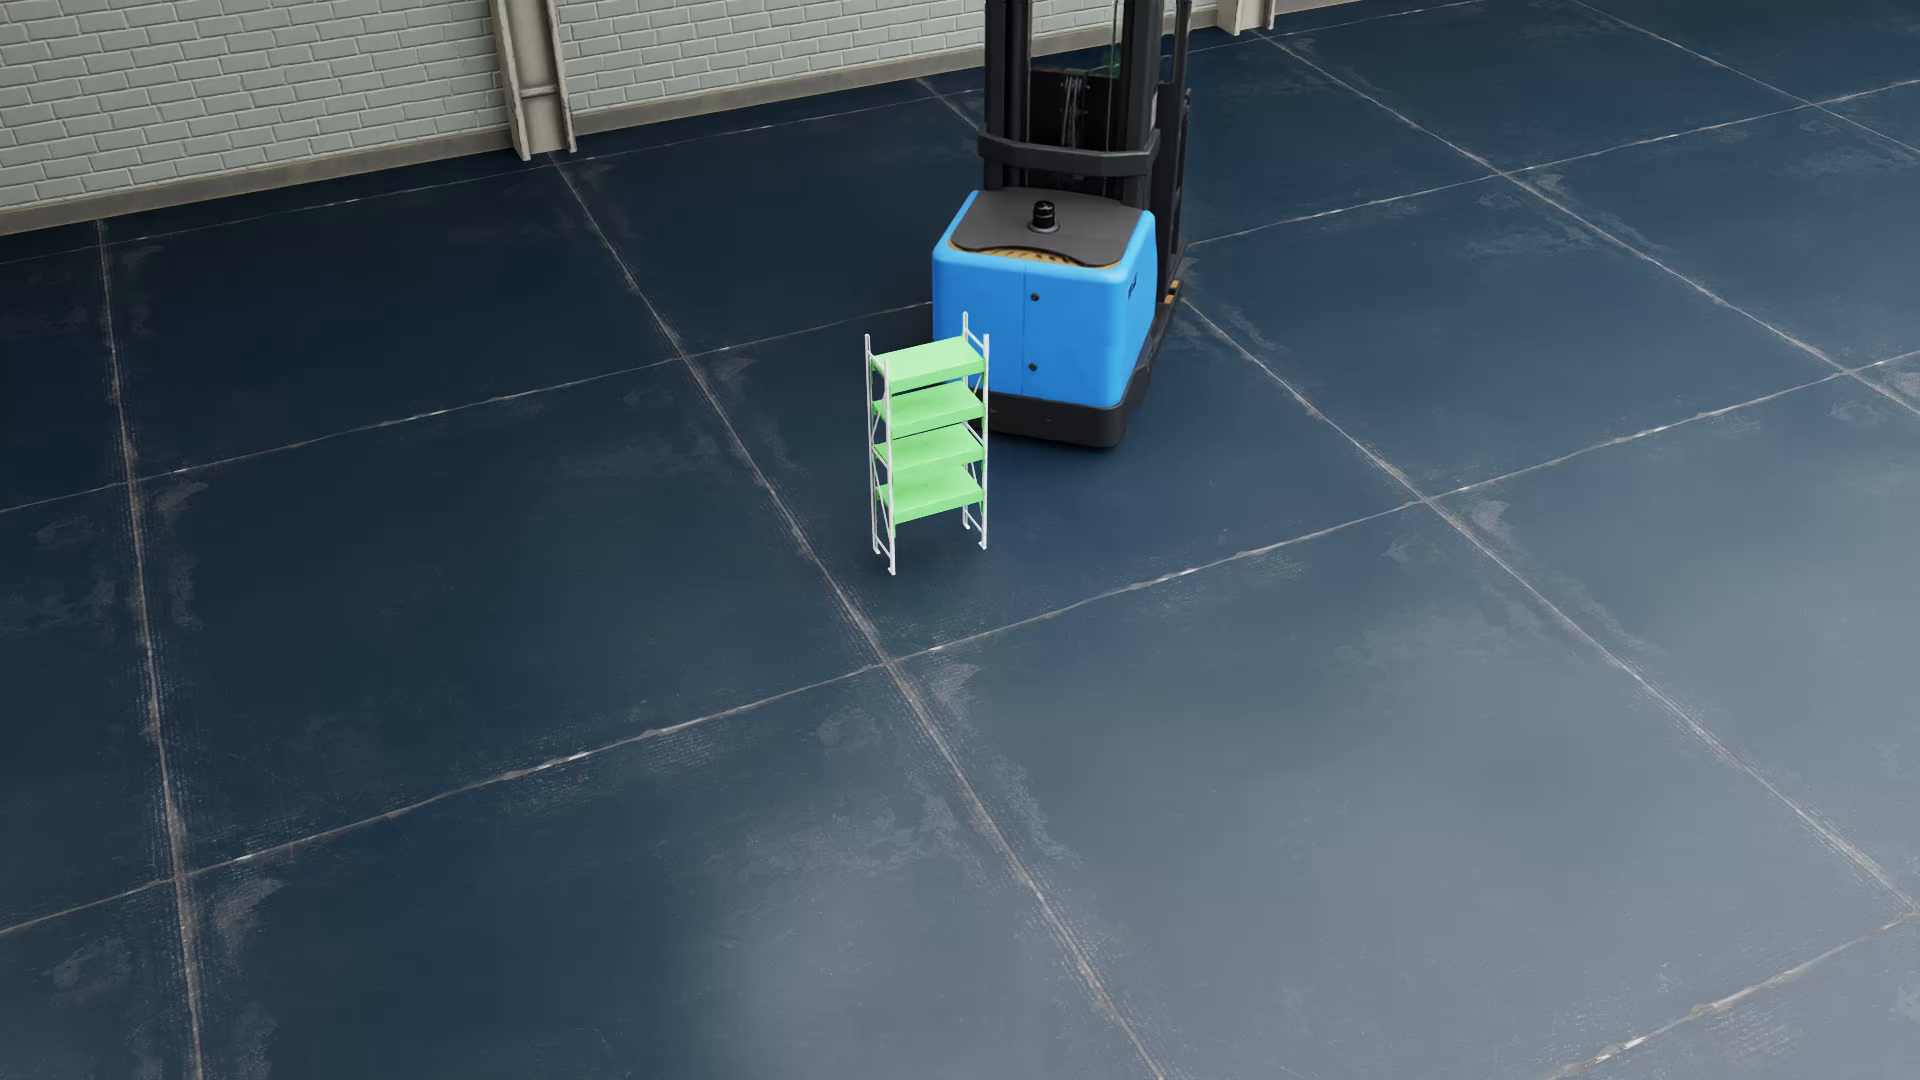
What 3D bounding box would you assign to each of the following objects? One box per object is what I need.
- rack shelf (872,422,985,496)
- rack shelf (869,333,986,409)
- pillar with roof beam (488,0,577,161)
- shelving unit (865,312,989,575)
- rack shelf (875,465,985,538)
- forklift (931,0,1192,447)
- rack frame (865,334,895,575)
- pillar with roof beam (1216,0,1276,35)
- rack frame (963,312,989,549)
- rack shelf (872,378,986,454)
[{"bbox_3d":[-0.150,-0.389,7.874,0.480,0.148,0.258,-16,39,-20],"label":"rack shelf"},{"bbox_3d":[-0.150,-0.774,7.588,0.480,0.148,0.258,-16,39,-20],"label":"rack shelf"},{"bbox_3d":[-1.188,-4.141,6.280,0.400,9.000,9.100,-16,39,-20],"label":"pillar with roof beam"},{"bbox_3d":[-0.150,-0.440,7.836,0.503,1.200,0.258,-16,39,-20],"label":"shelving unit"},{"bbox_3d":[-0.150,-0.196,8.017,0.480,0.148,0.258,-16,39,-20],"label":"rack shelf"},{"bbox_3d":[0.737,-2.547,9.223,1.130,2.935,3.031,10,38,13],"label":"forklift"},{"bbox_3d":[-0.371,-0.378,7.753,0.015,1.200,0.240,-16,39,-20],"label":"rack frame"},{"bbox_3d":[4.243,-5.660,8.327,0.400,9.000,9.100,-16,39,-20],"label":"pillar with roof beam"},{"bbox_3d":[0.071,-0.502,7.919,0.015,1.200,0.240,-16,39,-20],"label":"rack frame"},{"bbox_3d":[-0.150,-0.581,7.731,0.480,0.148,0.258,-16,39,-20],"label":"rack shelf"}]
